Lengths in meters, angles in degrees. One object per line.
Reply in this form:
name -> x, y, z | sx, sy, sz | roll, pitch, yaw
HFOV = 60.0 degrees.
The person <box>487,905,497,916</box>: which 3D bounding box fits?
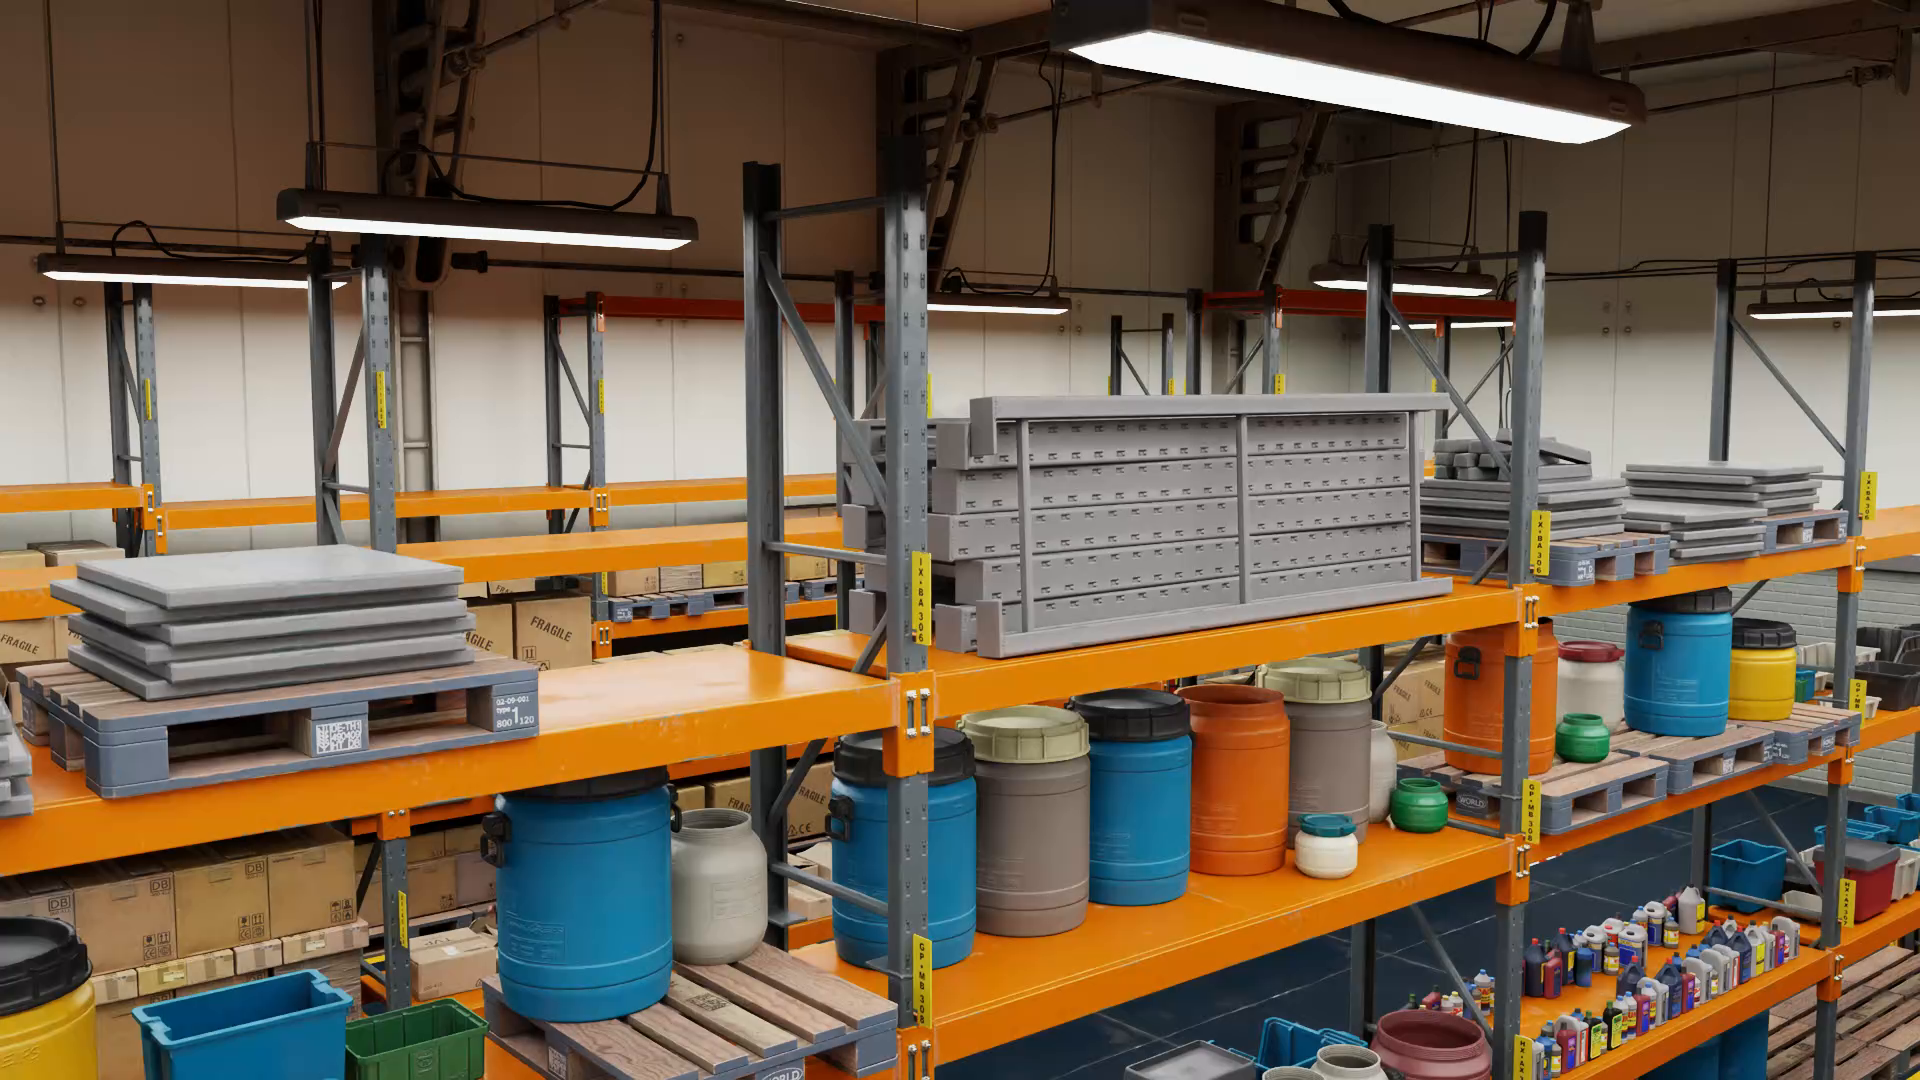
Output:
person -> -3.432, 3.108, 13.186 | 0.627, 1.577, 0.532 | -5, 8, -44
